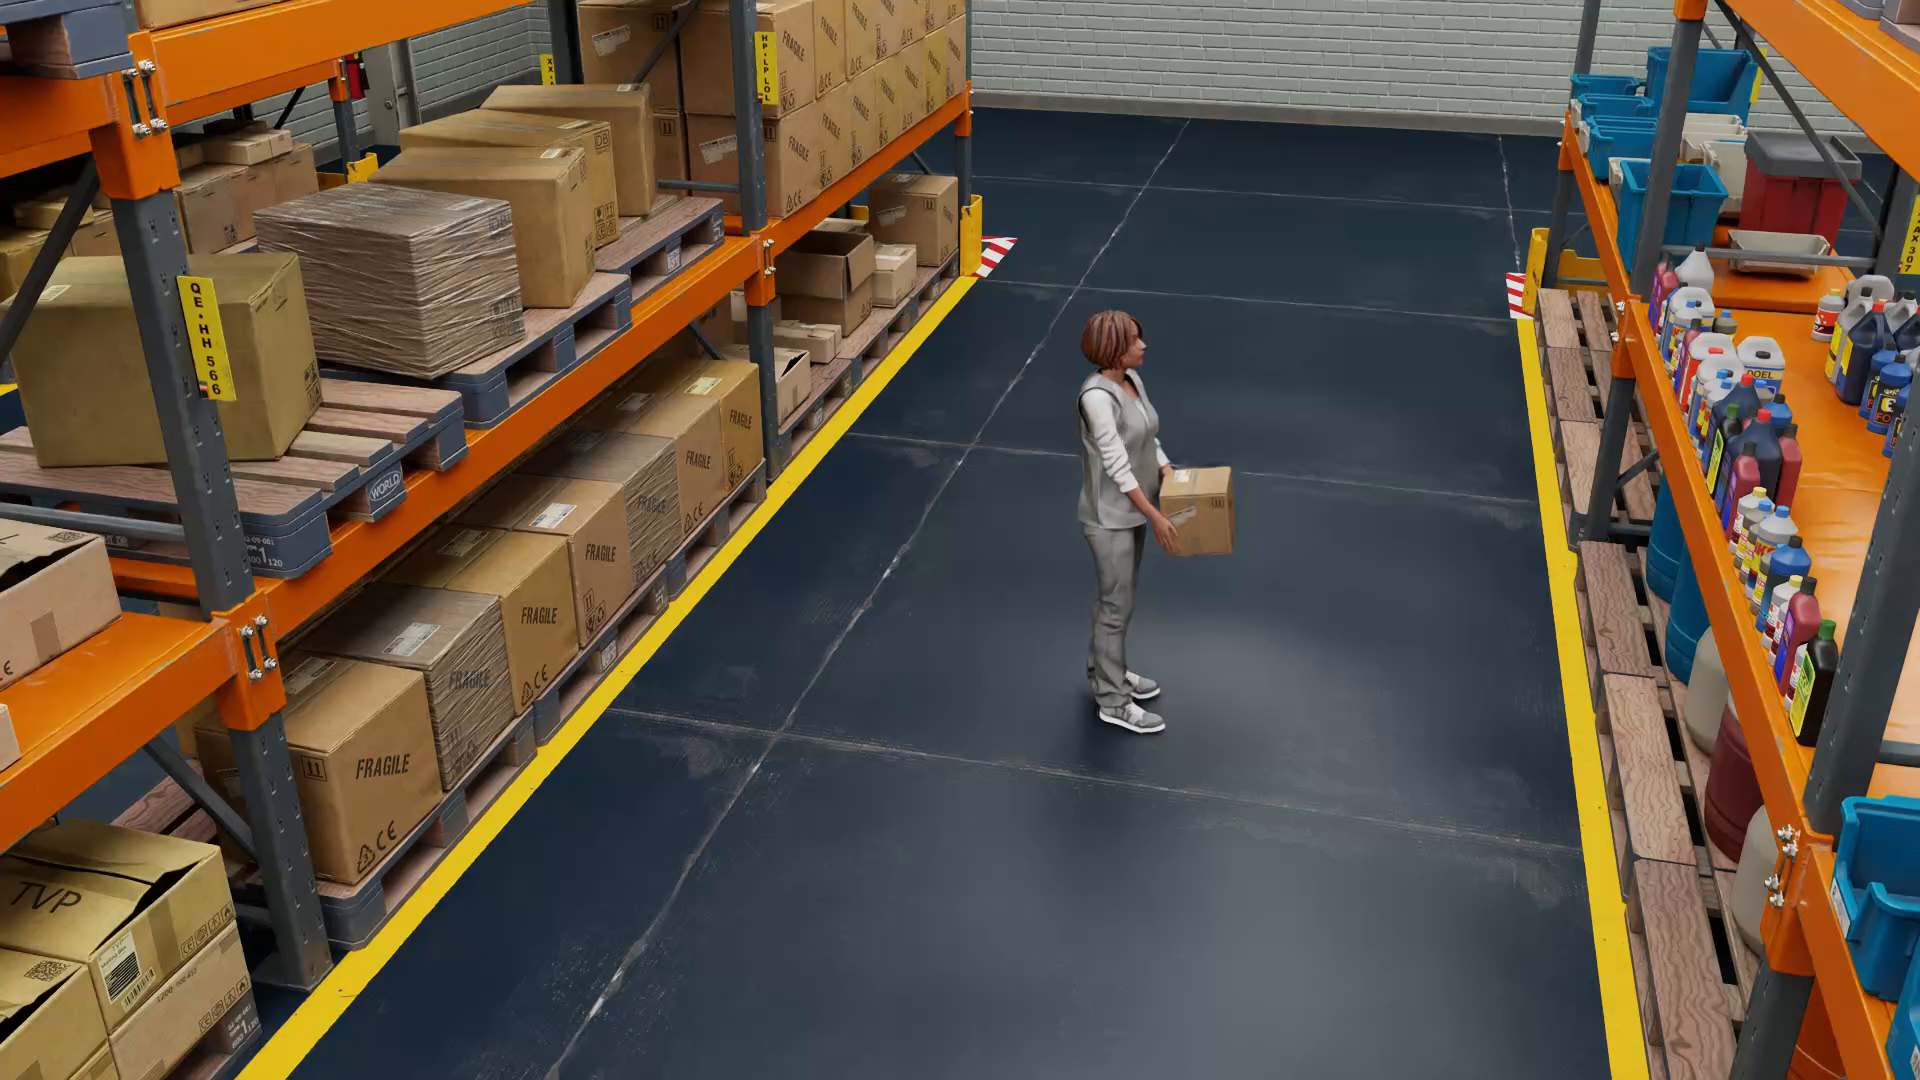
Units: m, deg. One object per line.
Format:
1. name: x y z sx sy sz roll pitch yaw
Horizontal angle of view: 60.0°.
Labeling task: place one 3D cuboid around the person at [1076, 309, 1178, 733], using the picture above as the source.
1. person: 0.651 -0.082 6.282 0.445 1.599 0.444 10 28 20
